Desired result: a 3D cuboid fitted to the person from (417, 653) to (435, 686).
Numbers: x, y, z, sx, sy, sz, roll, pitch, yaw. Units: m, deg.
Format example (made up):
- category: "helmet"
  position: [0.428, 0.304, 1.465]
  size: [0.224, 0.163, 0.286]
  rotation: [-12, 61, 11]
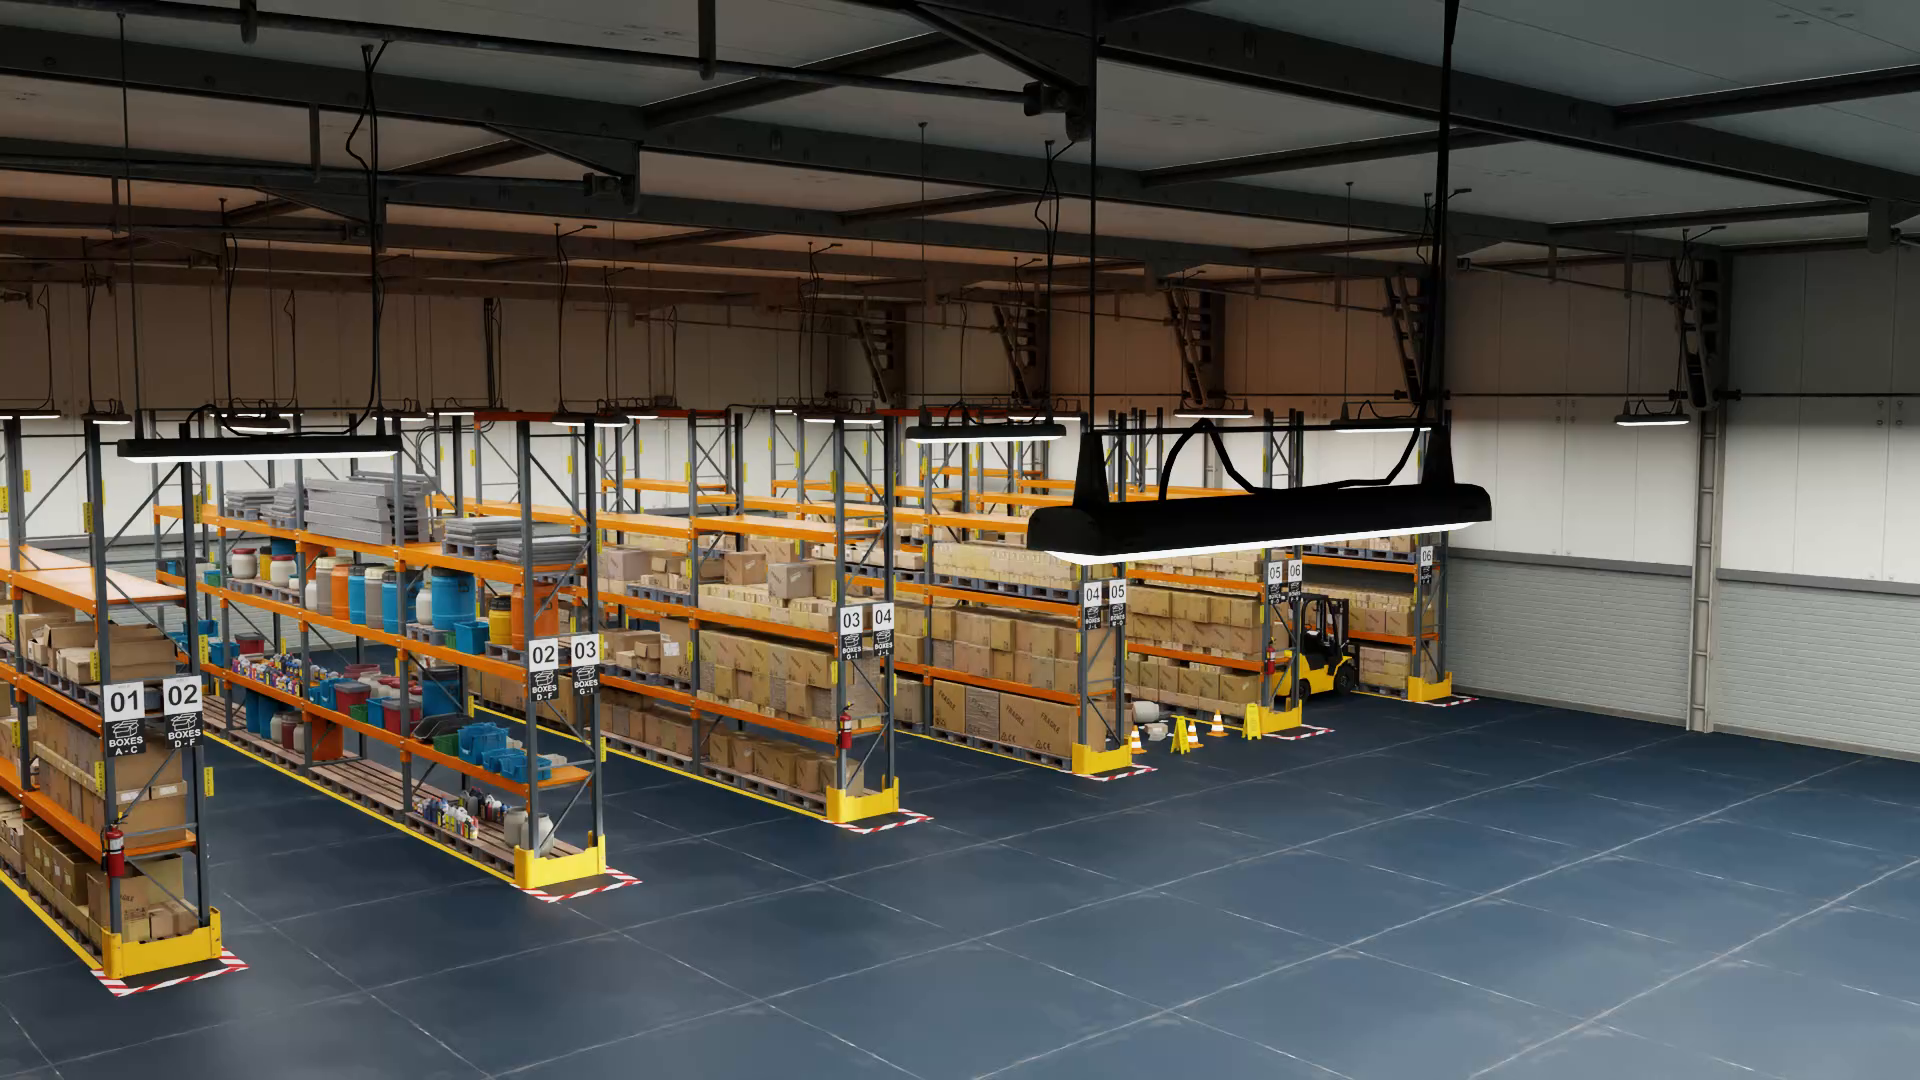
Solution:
- category: "person"
  position: [-10.550, 2.611, 32.955]
  size: [0.529, 1.712, 0.416]
  rotation: [5, 7, 45]
